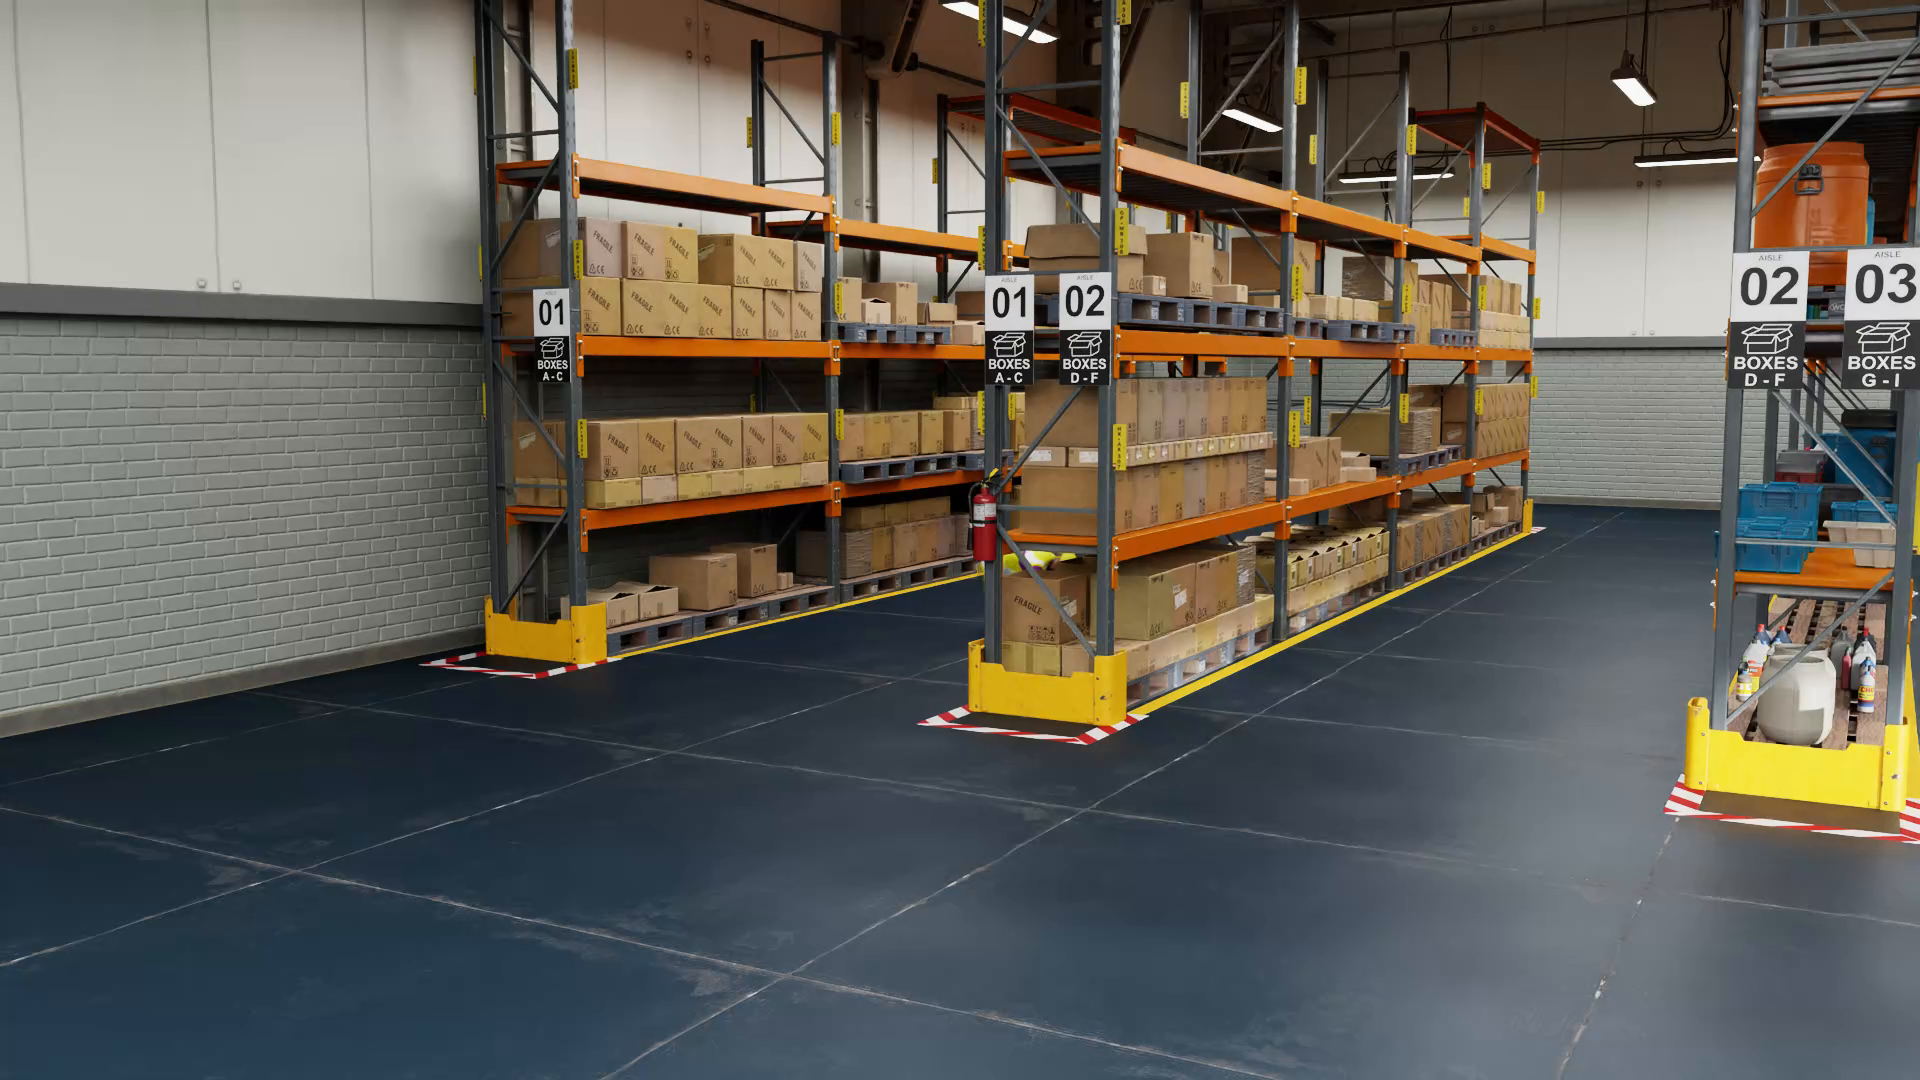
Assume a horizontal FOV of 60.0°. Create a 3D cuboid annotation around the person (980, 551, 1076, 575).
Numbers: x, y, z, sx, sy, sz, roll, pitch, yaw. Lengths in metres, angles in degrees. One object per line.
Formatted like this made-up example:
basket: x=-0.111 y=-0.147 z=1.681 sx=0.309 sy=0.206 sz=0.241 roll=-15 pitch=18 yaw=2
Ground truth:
person: x=0.688 y=0.465 z=16.092 sx=0.980 sy=0.863 sz=0.518 roll=3 pitch=7 yaw=27
